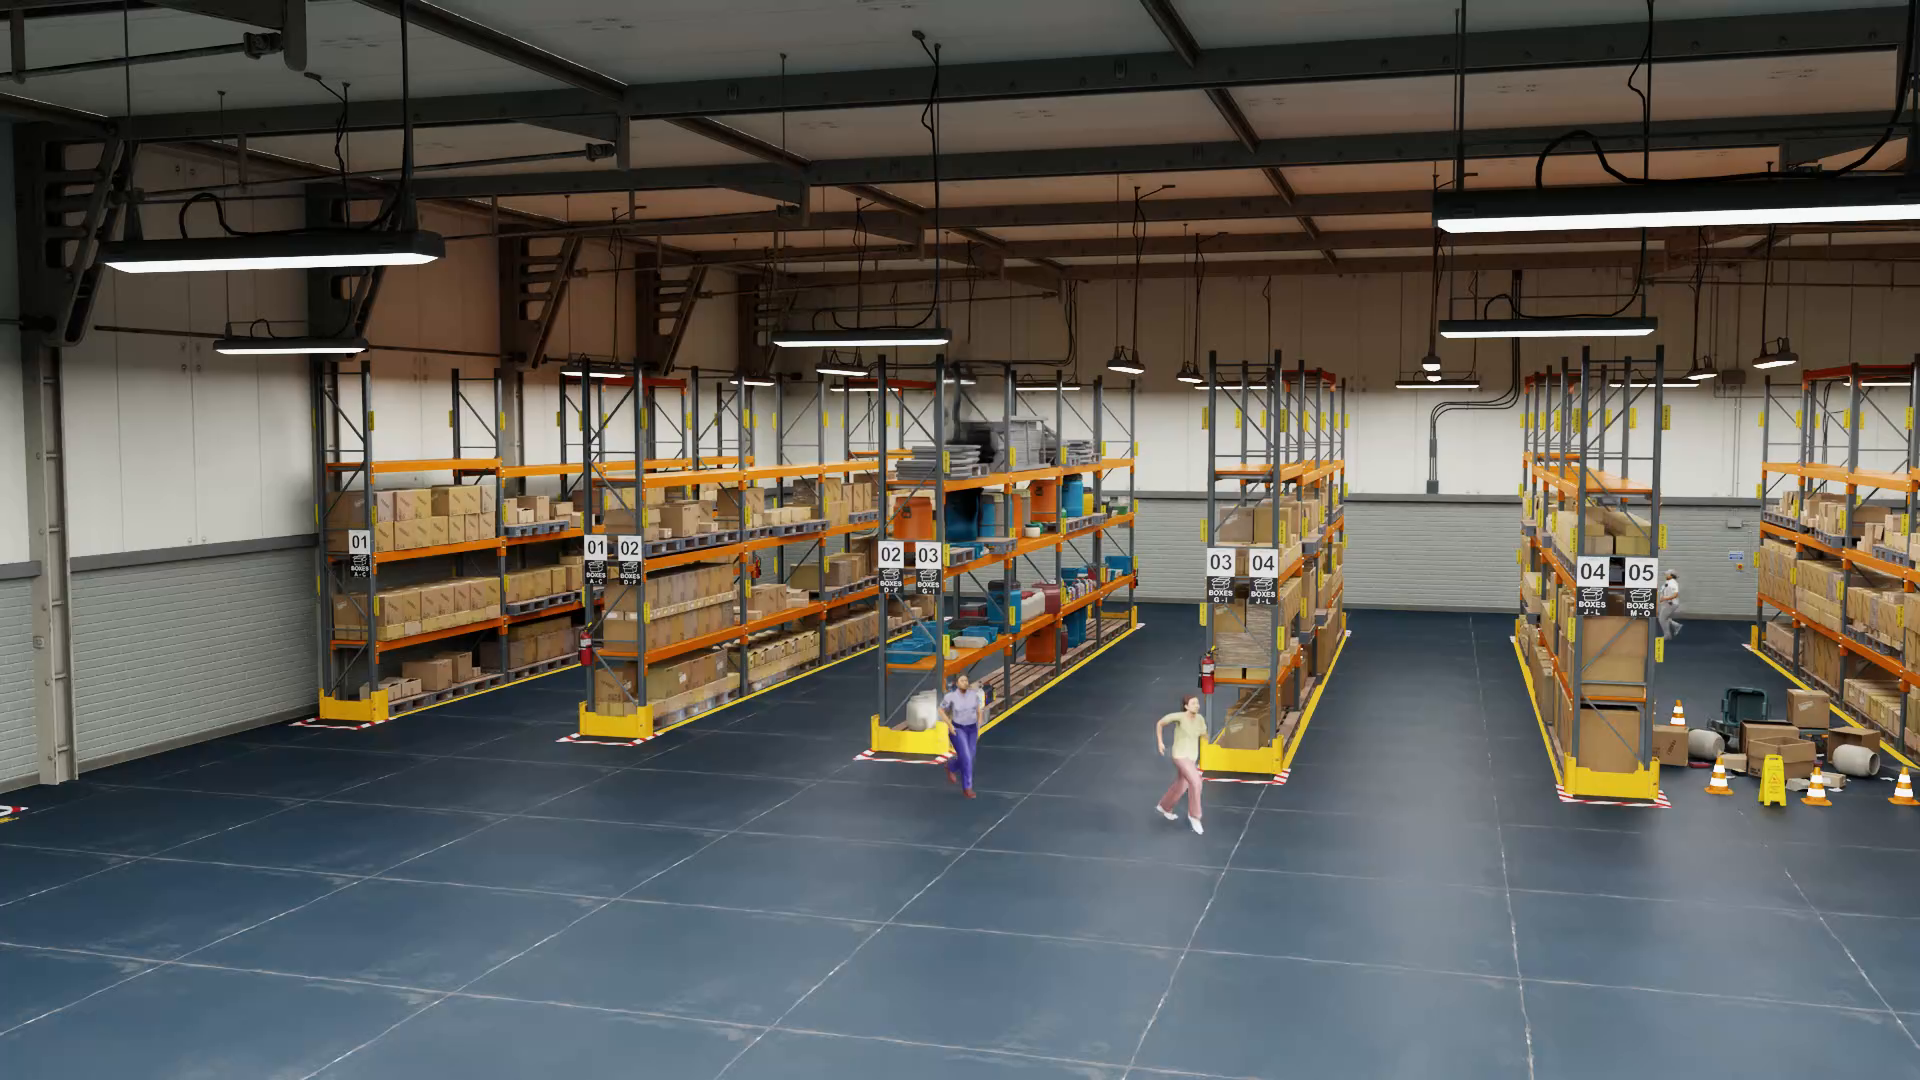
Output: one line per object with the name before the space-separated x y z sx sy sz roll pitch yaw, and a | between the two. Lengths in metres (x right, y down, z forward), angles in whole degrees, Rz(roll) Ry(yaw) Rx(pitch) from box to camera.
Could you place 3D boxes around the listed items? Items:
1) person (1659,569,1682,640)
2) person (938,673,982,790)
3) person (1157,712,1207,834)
person | 16.261 1.475 38.072 0.576 1.615 0.605 1 4 11
person | 0.016 2.557 22.382 0.600 1.561 0.648 -3 5 -33
person | 2.740 2.827 20.500 0.543 1.469 0.796 -3 5 -34
